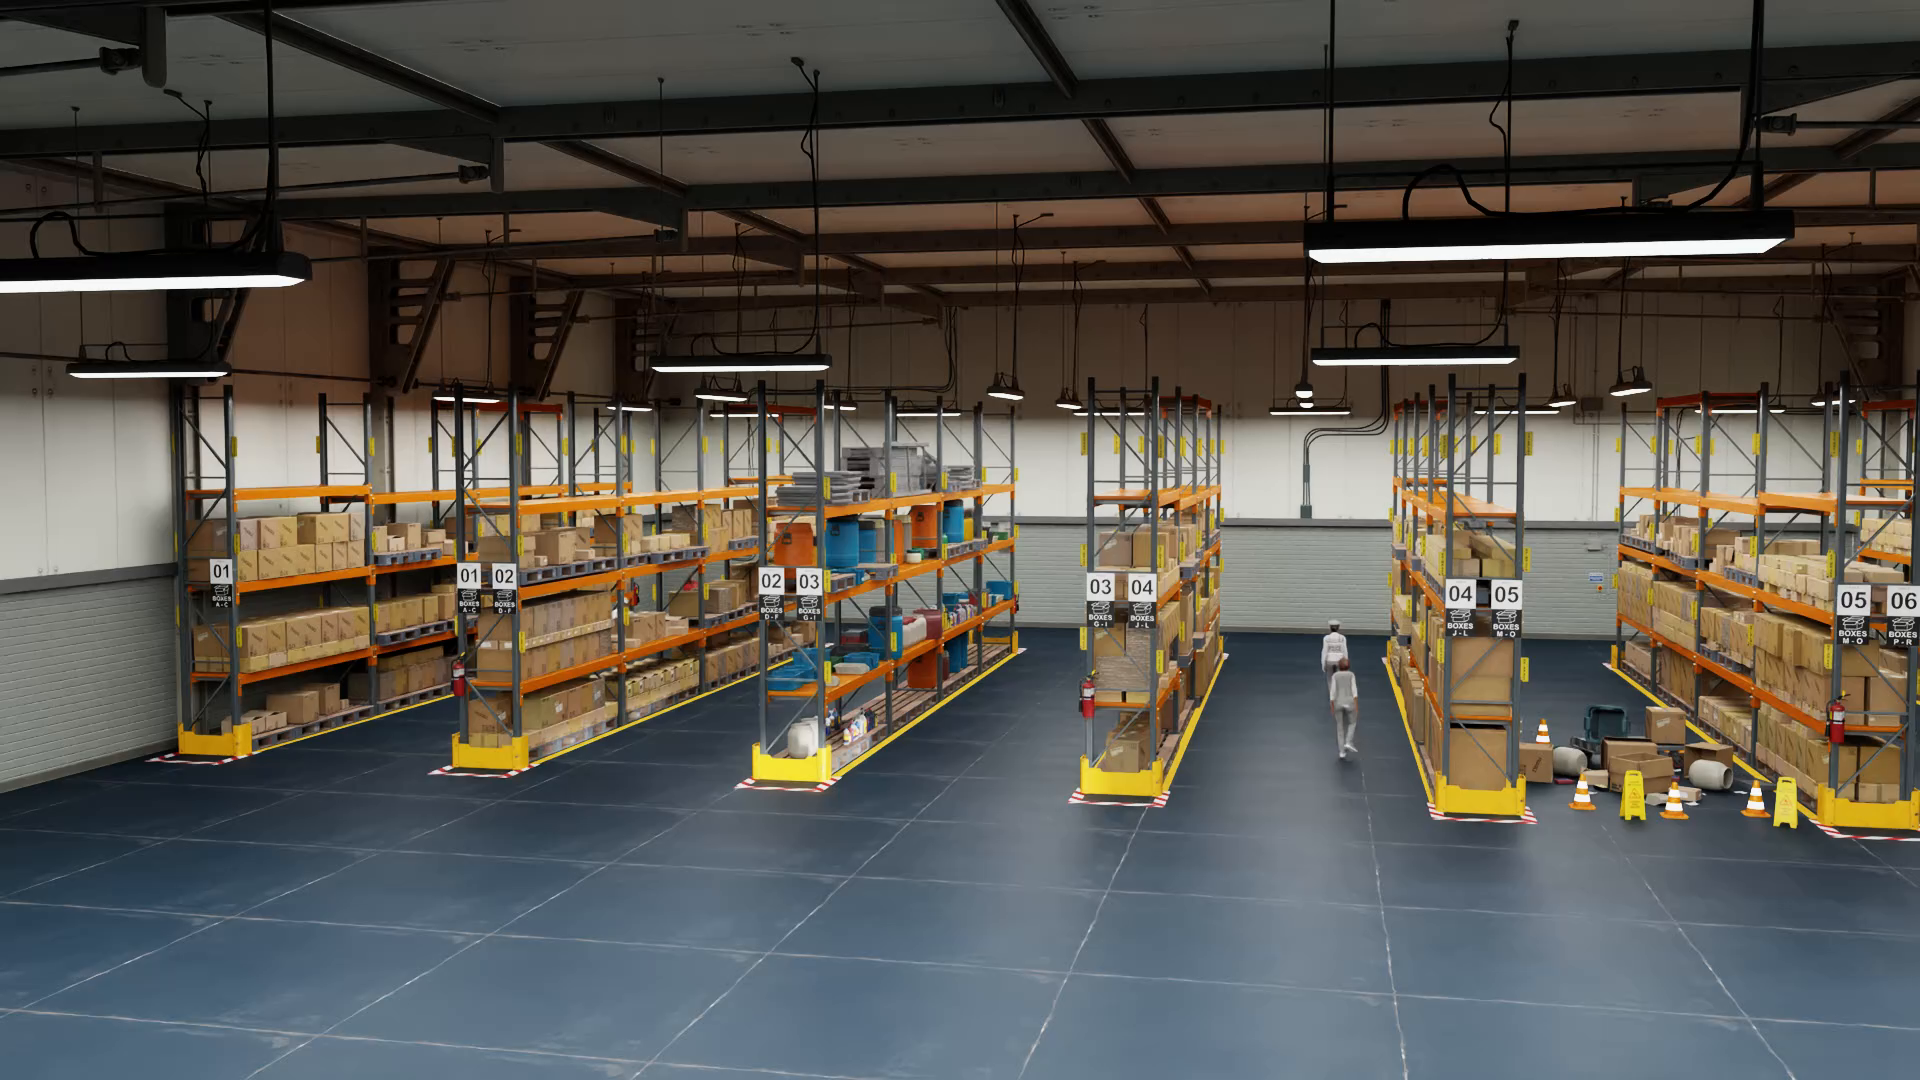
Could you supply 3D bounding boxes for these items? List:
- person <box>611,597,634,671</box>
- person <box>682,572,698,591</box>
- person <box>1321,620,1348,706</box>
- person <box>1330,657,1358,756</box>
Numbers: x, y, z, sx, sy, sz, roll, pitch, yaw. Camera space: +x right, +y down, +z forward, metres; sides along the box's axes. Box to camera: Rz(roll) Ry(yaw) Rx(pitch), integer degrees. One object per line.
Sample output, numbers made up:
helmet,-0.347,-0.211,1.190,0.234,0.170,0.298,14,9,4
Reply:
person,-7.248,2.134,35.546,0.576,1.801,0.684,0,3,-3
person,-7.074,1.686,44.052,0.547,1.674,0.929,0,3,9
person,7.204,2.383,31.960,0.512,1.675,0.516,1,3,12
person,6.213,2.700,26.890,0.455,1.570,0.441,1,3,19
